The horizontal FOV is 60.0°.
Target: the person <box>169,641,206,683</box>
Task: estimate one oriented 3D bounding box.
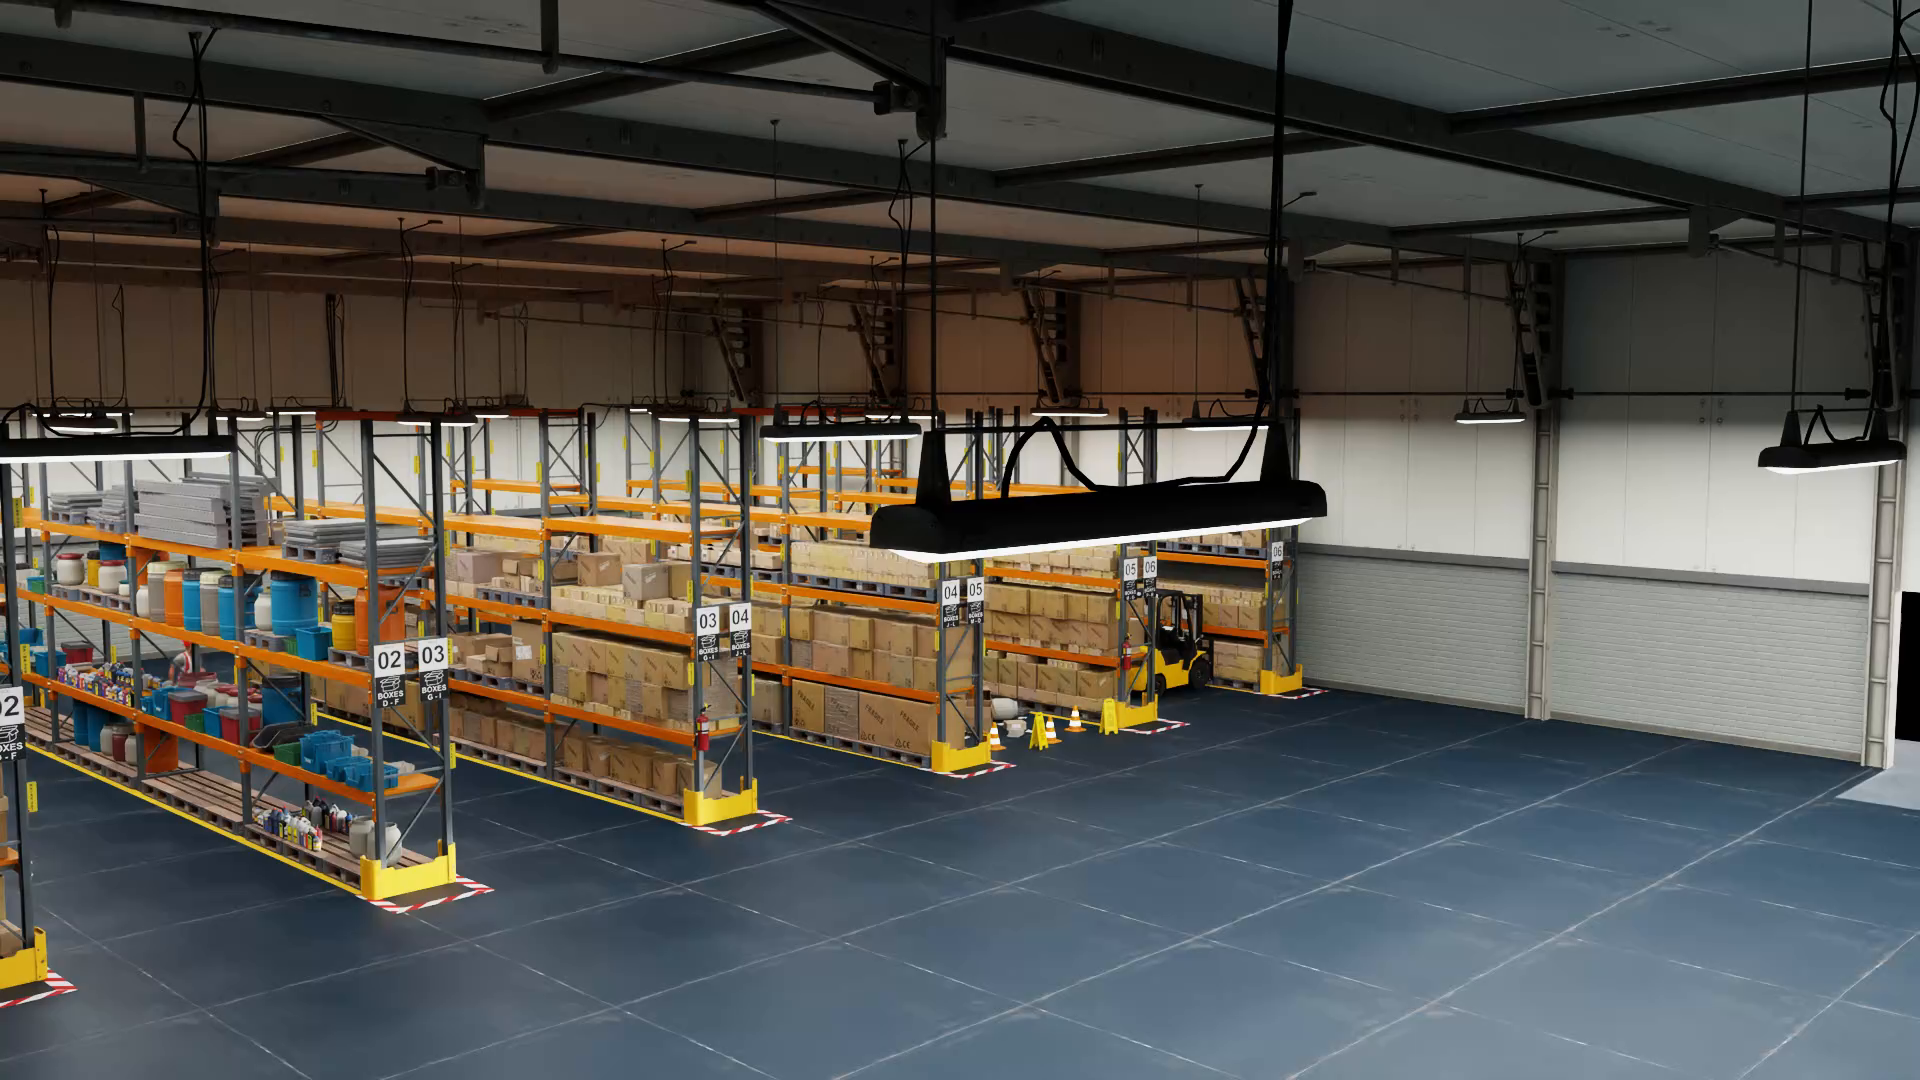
[{"bbox_3d":[-14.462,2.731,31.226,0.758,1.812,0.877,-5,7,-44],"label":"person"}]
